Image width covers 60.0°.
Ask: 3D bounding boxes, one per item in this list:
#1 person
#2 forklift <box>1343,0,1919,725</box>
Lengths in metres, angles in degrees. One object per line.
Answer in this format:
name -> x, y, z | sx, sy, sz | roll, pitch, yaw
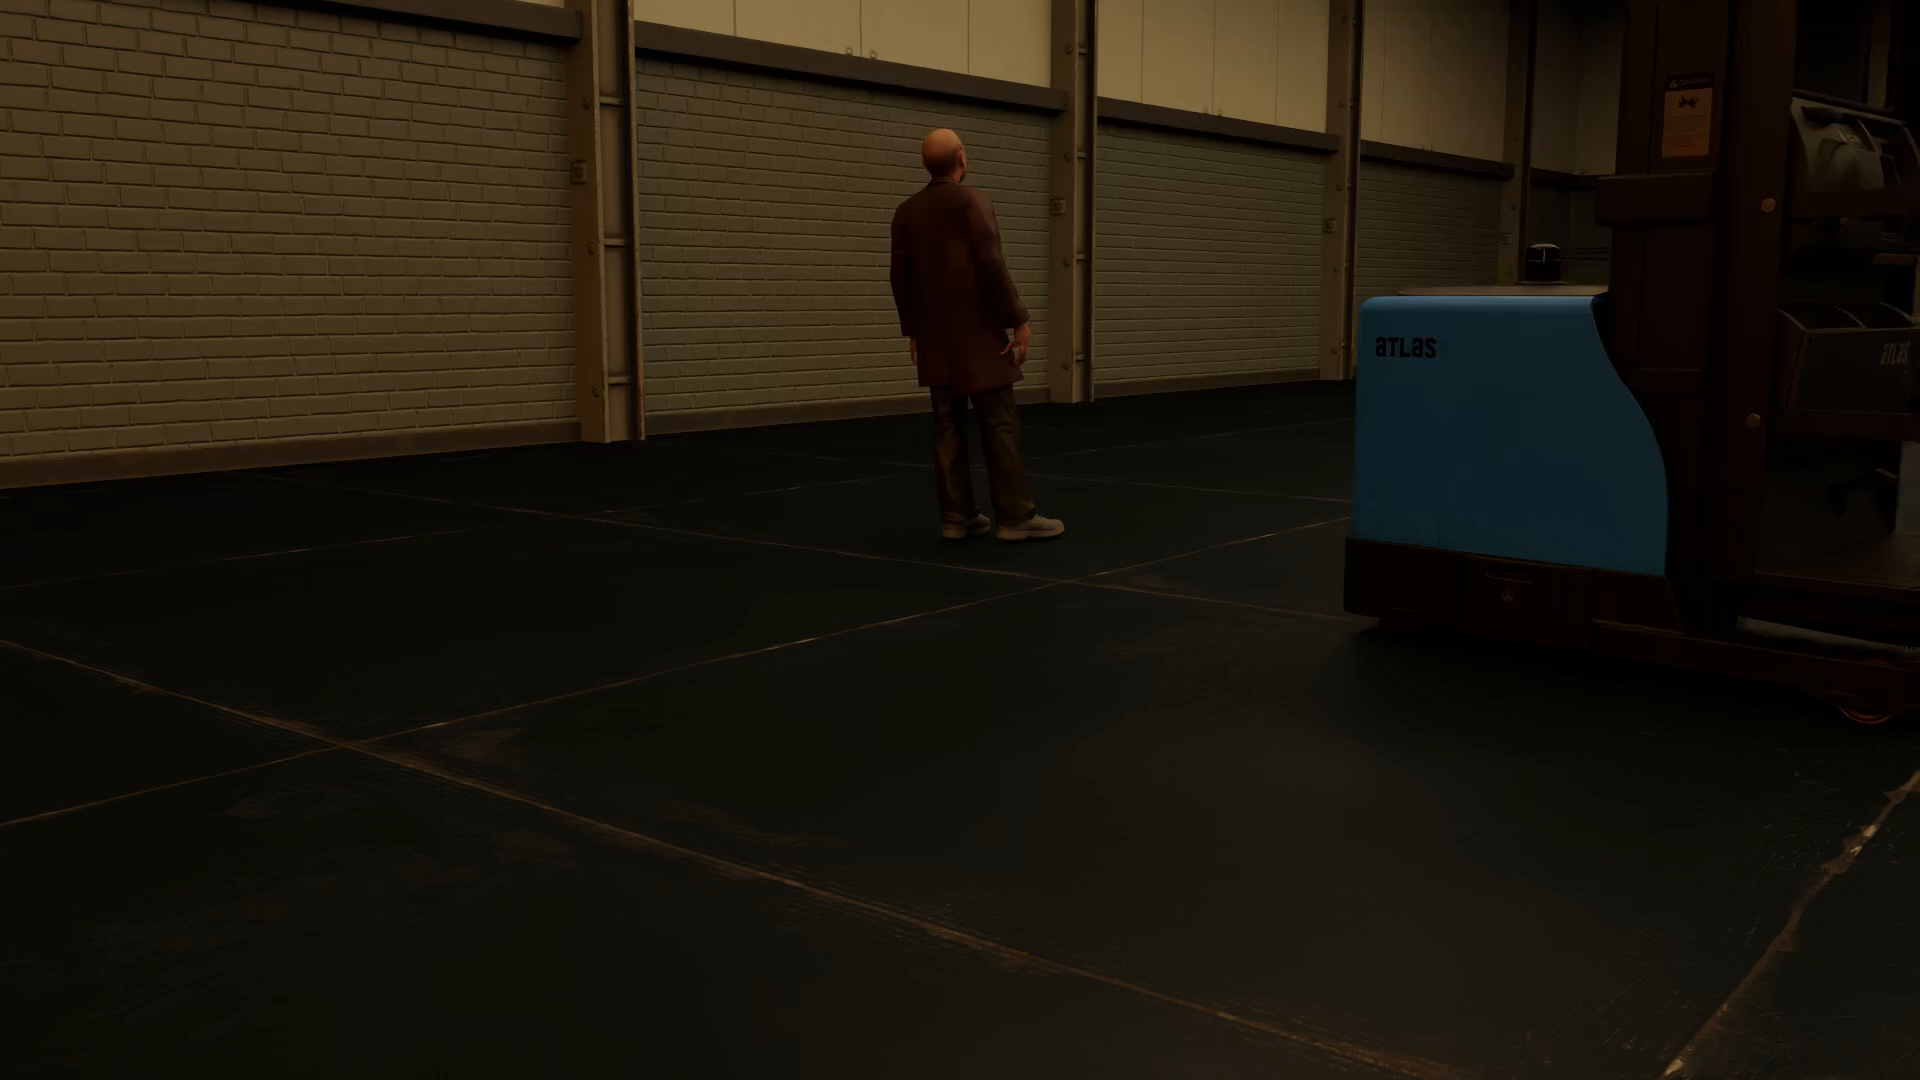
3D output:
person -> 0.065, -0.896, 7.339 | 0.684, 1.776, 0.582 | 7, 11, 38
forklift -> 2.618, -1.046, 4.431 | 1.130, 2.935, 3.031 | -8, 11, -43
